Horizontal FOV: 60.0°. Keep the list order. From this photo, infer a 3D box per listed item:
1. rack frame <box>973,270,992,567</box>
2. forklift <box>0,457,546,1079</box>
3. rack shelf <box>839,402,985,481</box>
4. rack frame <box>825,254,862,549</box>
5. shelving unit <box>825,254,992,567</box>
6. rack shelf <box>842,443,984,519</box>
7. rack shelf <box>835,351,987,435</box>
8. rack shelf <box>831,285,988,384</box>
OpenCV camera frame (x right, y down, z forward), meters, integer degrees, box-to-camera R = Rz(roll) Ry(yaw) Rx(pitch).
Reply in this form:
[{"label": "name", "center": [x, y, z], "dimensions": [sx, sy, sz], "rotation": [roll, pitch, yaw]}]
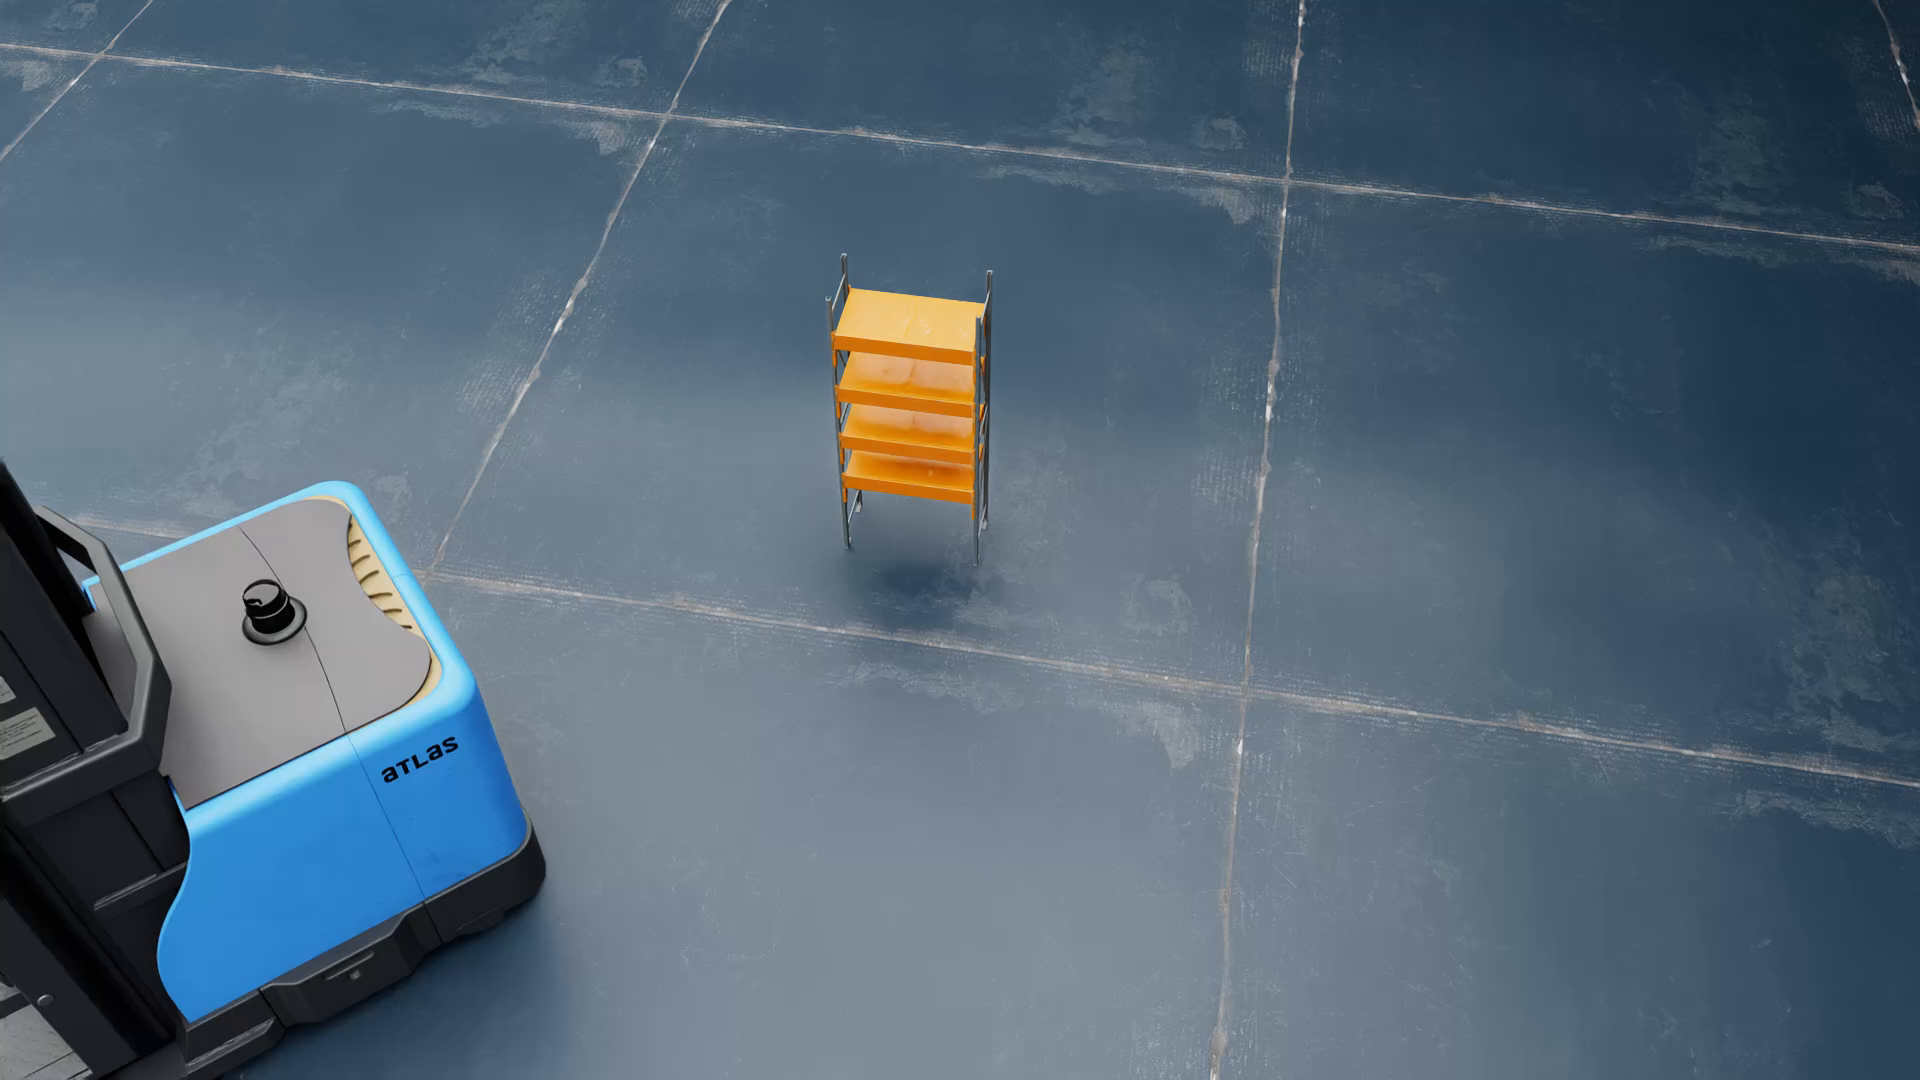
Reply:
[{"label": "rack frame", "center": [0.077, -0.391, 5.794], "dimensions": [0.015, 1.200, 0.240], "rotation": [8, 49, 7]}, {"label": "forklift", "center": [-2.804, 0.447, 3.878], "dimensions": [3.031, 2.935, 1.130], "rotation": [-27, 53, -22]}, {"label": "rack shelf", "center": [-0.163, -0.378, 5.873], "dimensions": [0.480, 0.148, 0.258], "rotation": [8, 49, 7]}, {"label": "rack frame", "center": [-0.403, -0.455, 5.852], "dimensions": [0.015, 1.200, 0.240], "rotation": [8, 49, 7]}, {"label": "shelving unit", "center": [-0.163, -0.423, 5.823], "dimensions": [0.503, 1.200, 0.258], "rotation": [8, 49, 7]}, {"label": "rack shelf", "center": [-0.163, -0.245, 6.021], "dimensions": [0.480, 0.148, 0.258], "rotation": [8, 49, 7]}, {"label": "rack shelf", "center": [-0.163, -0.527, 5.707], "dimensions": [0.480, 0.148, 0.258], "rotation": [8, 49, 7]}, {"label": "rack shelf", "center": [-0.163, -0.686, 5.531], "dimensions": [0.480, 0.148, 0.258], "rotation": [8, 49, 7]}]
